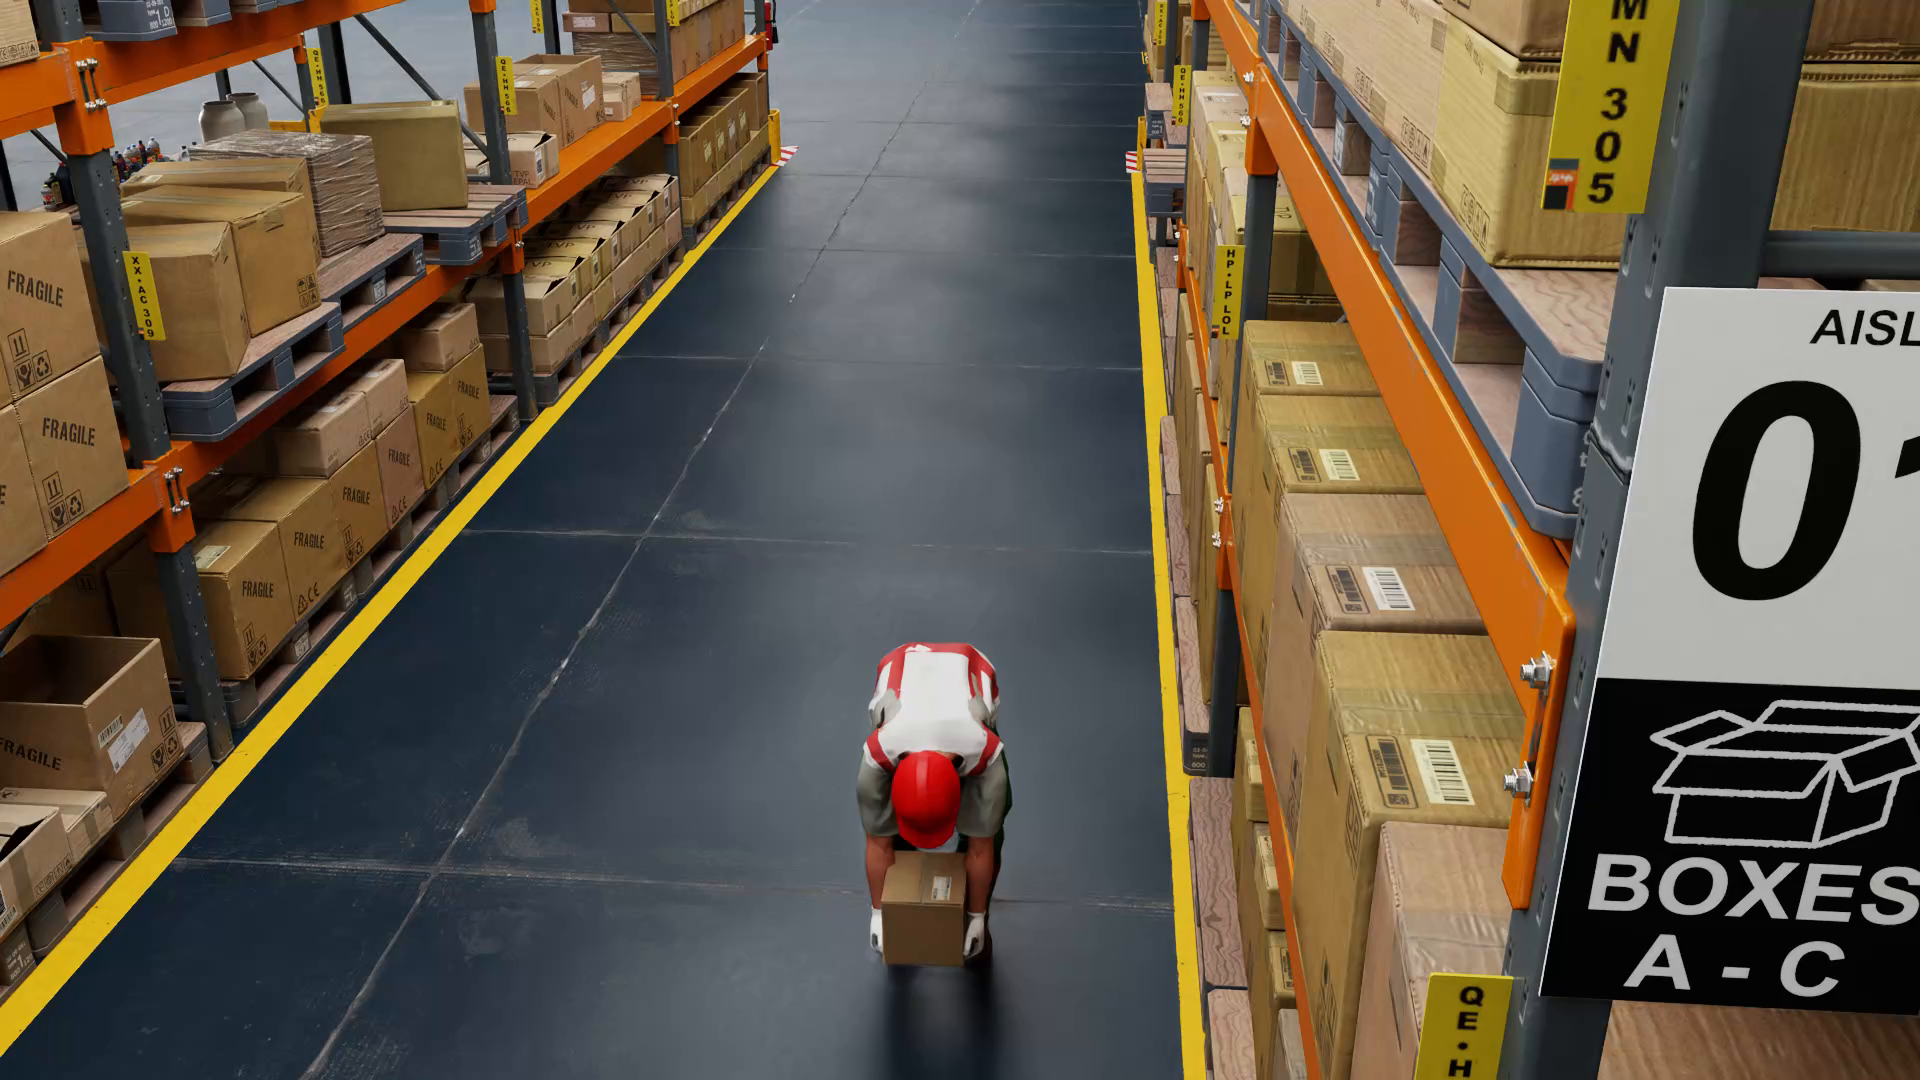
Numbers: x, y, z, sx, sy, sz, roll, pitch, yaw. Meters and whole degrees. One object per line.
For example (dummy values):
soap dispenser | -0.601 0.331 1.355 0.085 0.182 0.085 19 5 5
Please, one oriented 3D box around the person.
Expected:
person | -0.066 0.574 5.305 0.505 1.787 0.564 2 24 4
